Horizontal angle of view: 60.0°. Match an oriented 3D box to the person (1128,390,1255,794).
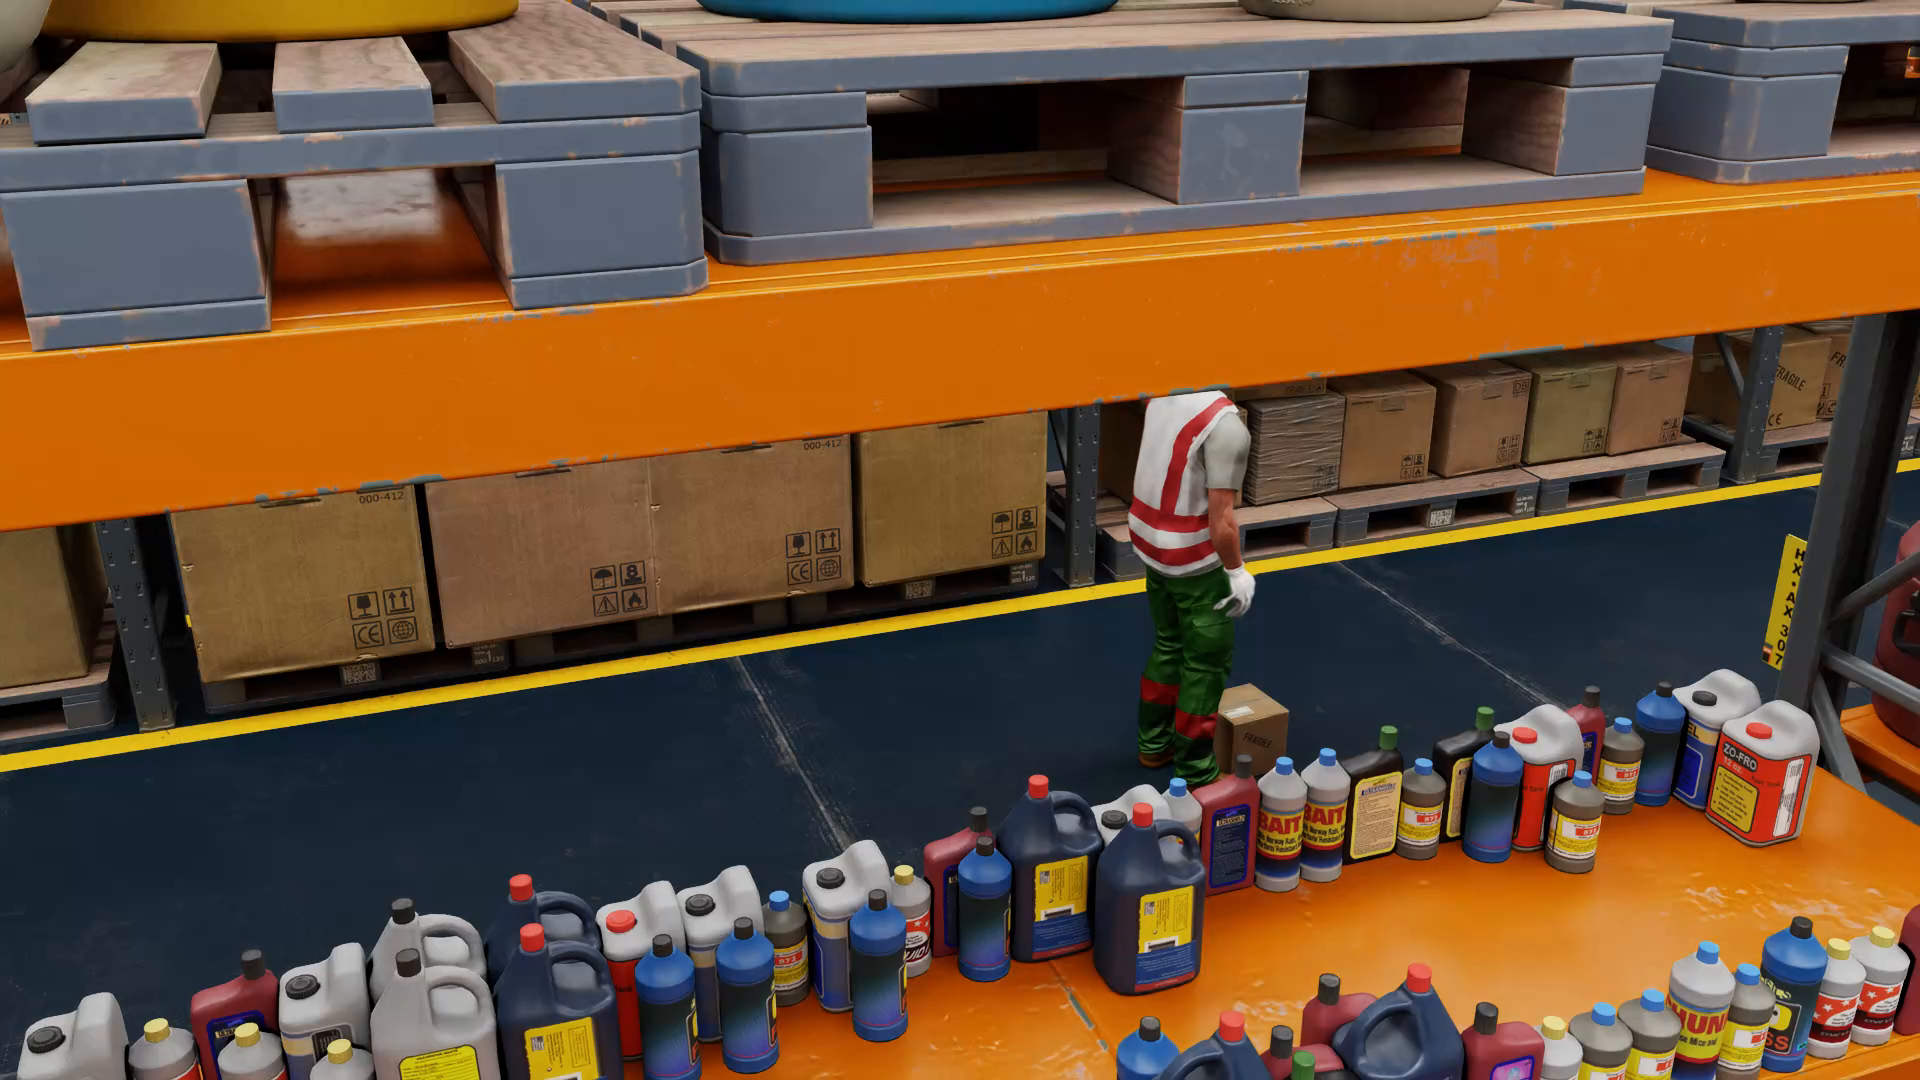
[{"bbox_3d":[0.848,0.049,5.952,0.454,1.779,0.619,-9,24,-20],"label":"person"}]
